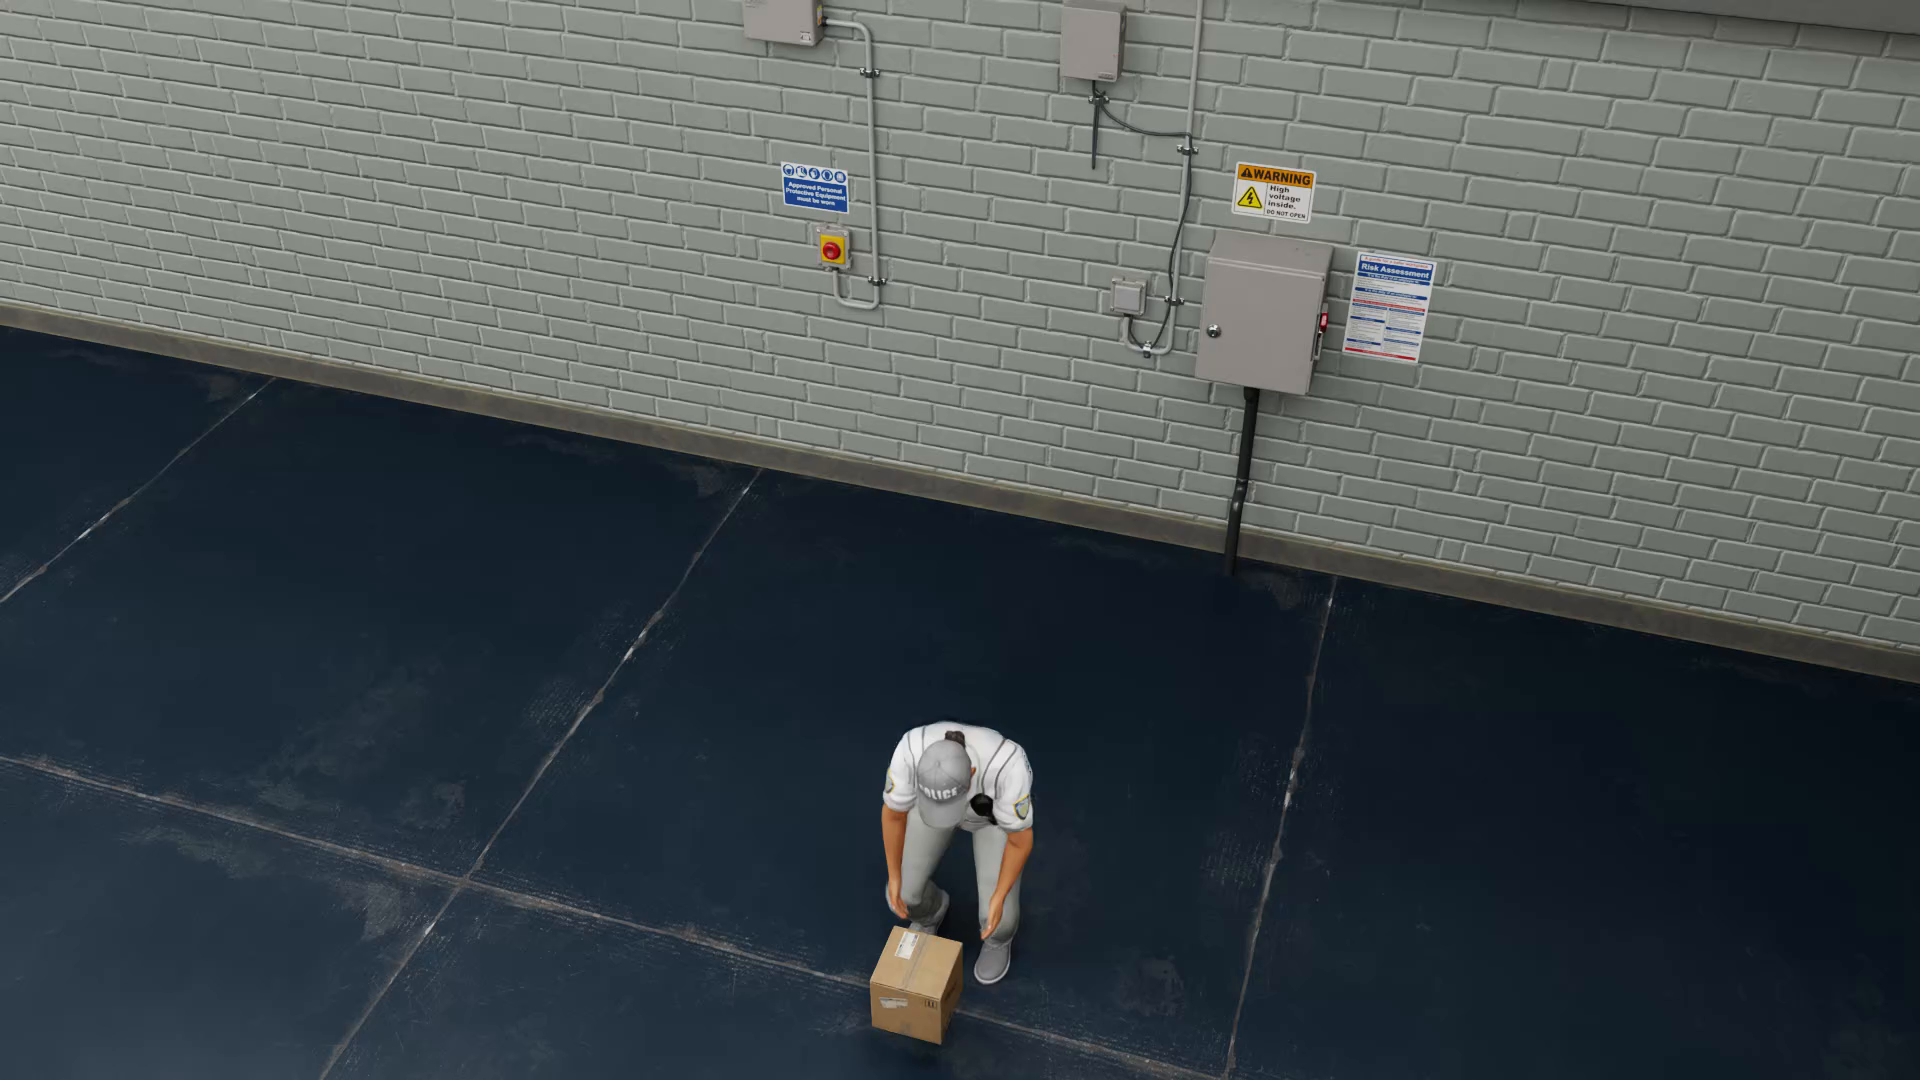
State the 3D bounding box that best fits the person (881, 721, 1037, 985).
[{"bbox_3d":[0.018,1.038,5.813,0.538,1.324,0.758,11,39,14],"label":"person"}]
